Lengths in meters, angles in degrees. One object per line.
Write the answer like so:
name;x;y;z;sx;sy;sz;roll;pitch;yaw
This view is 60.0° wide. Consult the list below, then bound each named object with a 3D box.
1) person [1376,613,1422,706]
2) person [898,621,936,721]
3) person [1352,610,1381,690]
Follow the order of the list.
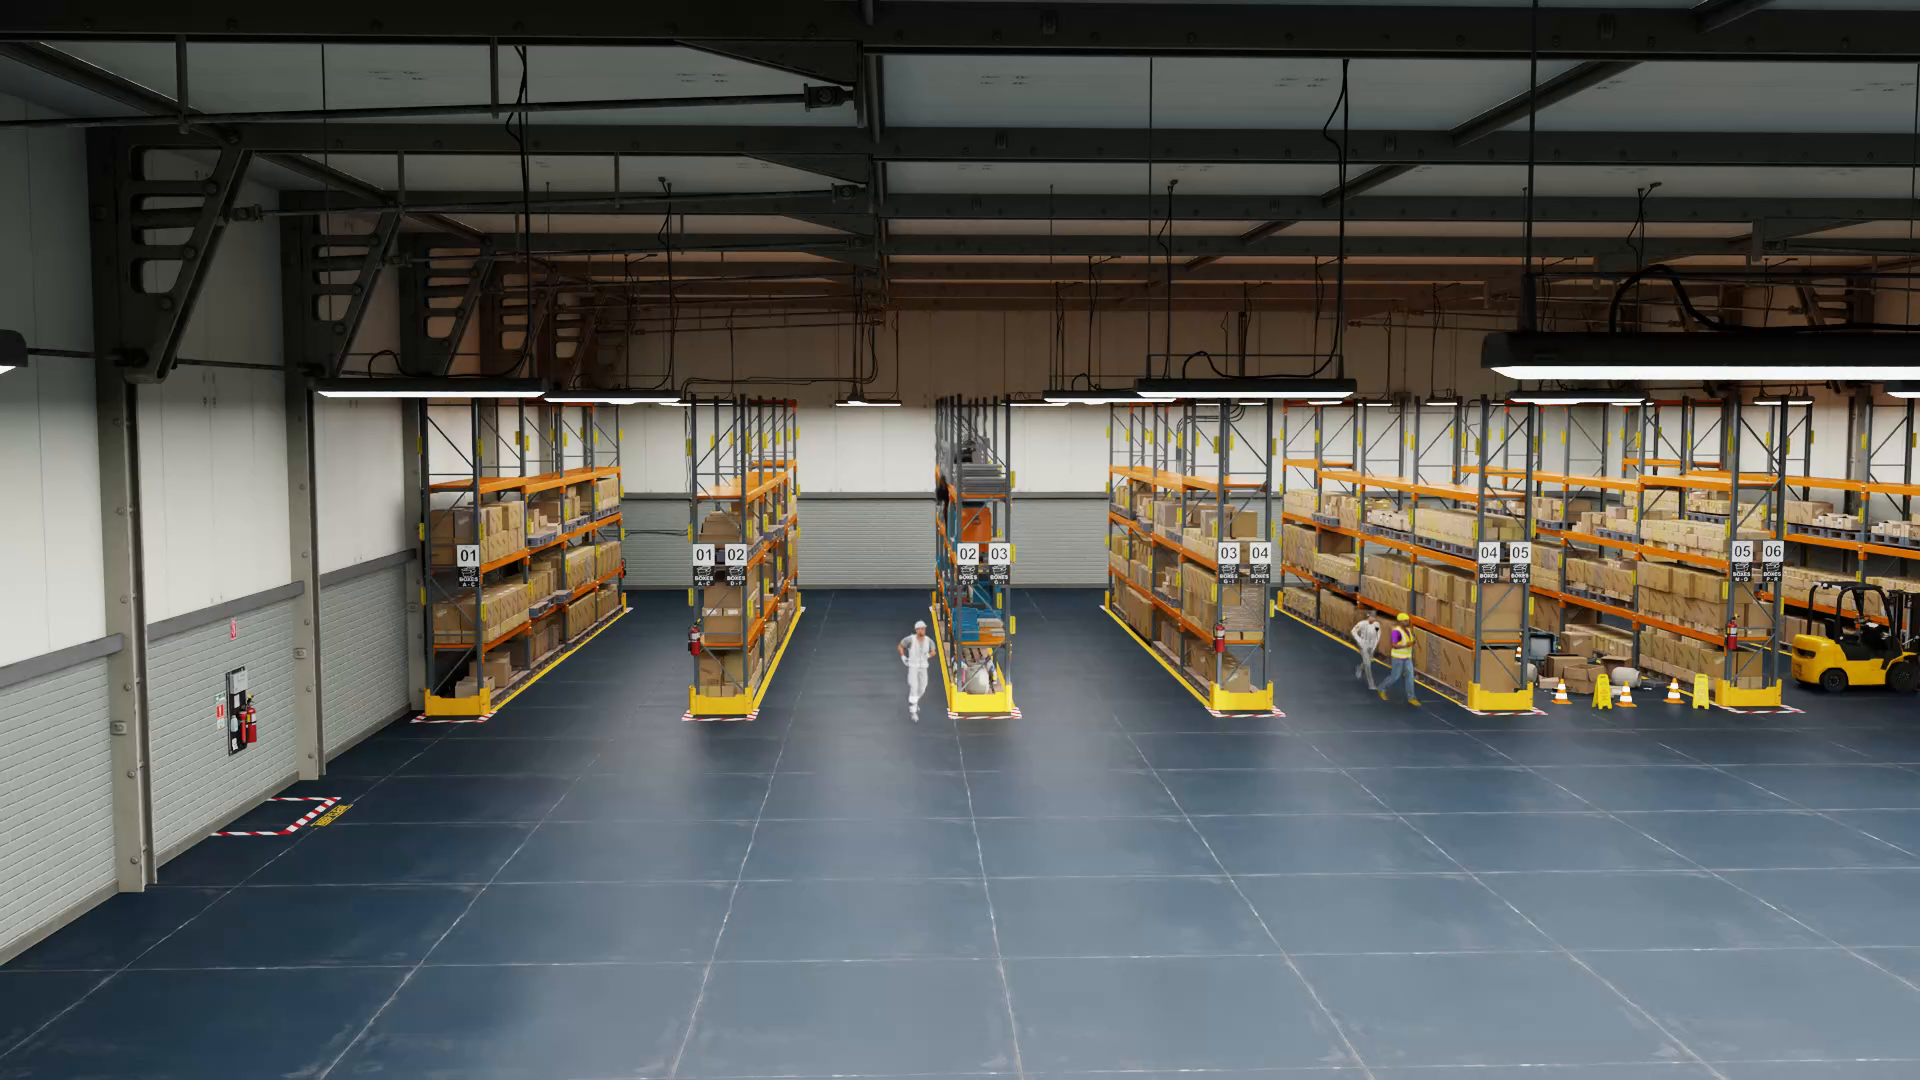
person;8.506;2.280;32.120;0.695;1.761;0.981;-4;6;-38
person;-0.754;2.393;30.953;0.674;1.778;1.008;-2;5;-23
person;8.354;2.236;34.334;0.621;1.679;0.853;-1;5;-8
